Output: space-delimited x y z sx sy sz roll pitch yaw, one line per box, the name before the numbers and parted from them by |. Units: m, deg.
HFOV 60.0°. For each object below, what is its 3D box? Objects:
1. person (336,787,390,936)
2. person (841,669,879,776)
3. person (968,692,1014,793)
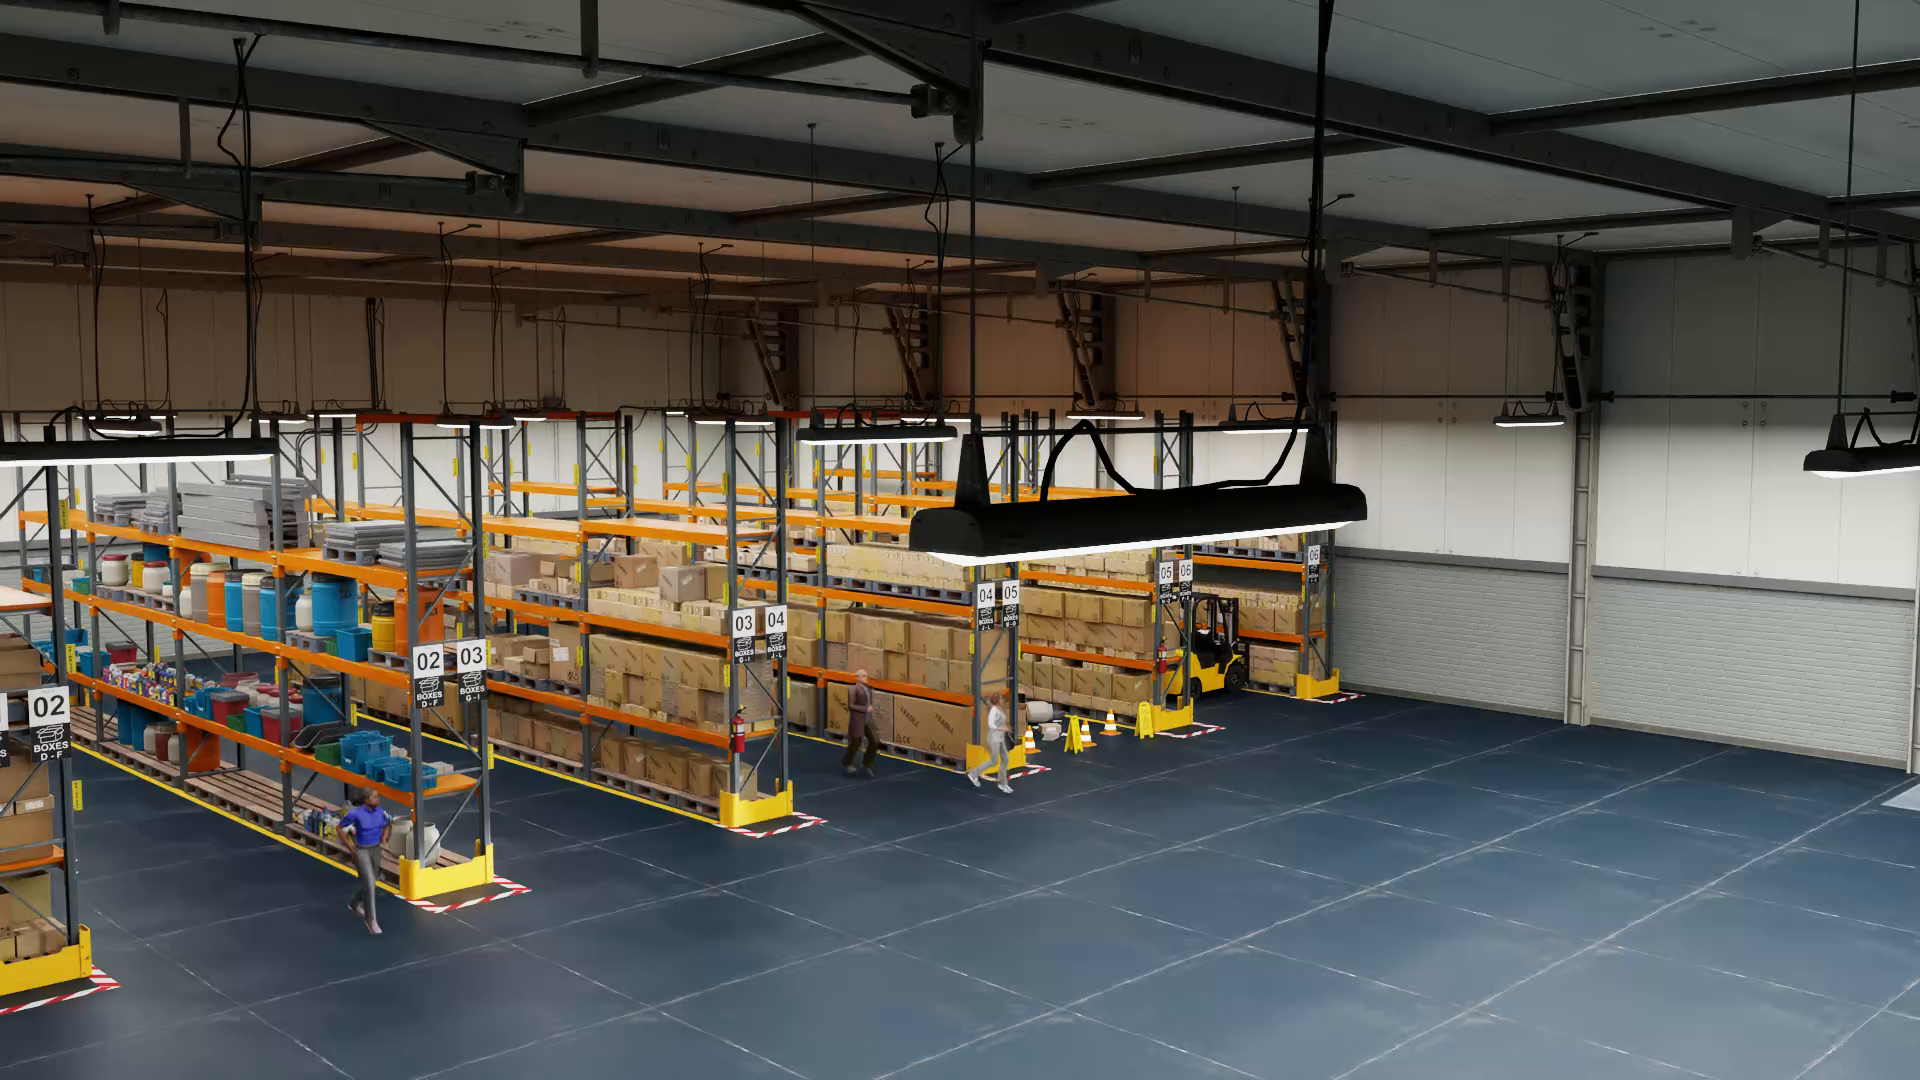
person | -7.065 3.789 19.860 0.864 1.687 0.564 3 6 32
person | -1.630 3.066 27.680 0.811 1.858 0.740 4 6 36
person | 0.513 3.237 26.667 0.743 1.614 0.564 1 5 12
